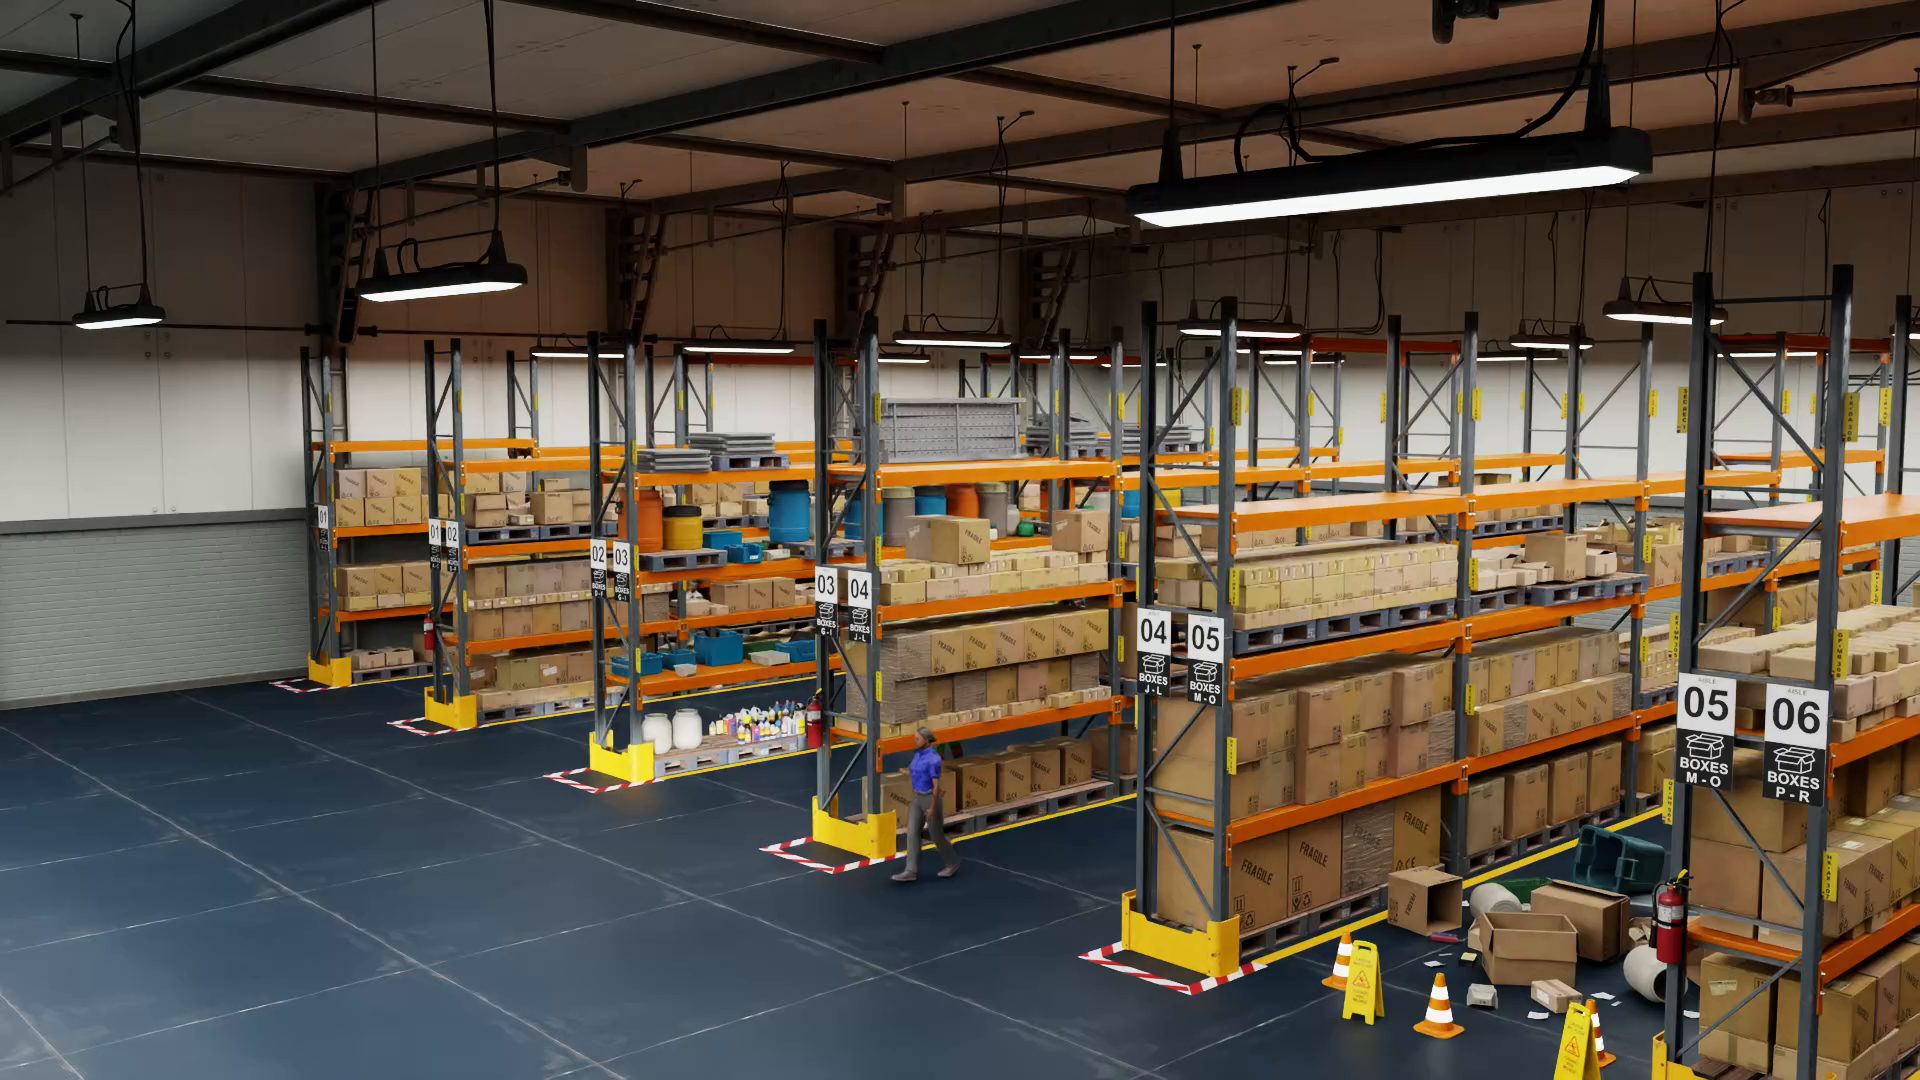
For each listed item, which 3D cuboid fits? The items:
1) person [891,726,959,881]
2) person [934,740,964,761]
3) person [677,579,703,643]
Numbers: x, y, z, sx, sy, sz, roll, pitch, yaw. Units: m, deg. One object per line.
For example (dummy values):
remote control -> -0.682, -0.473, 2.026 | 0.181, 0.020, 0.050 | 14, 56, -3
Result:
person -> -0.375, 2.799, 17.689 | 0.777, 1.621, 0.477 | -4, 6, -35
person -> -0.260, 2.305, 22.265 | 0.925, 1.742, 0.587 | -3, 6, -34
person -> -5.163, 1.581, 31.447 | 0.506, 1.693, 0.655 | 3, 6, 30
